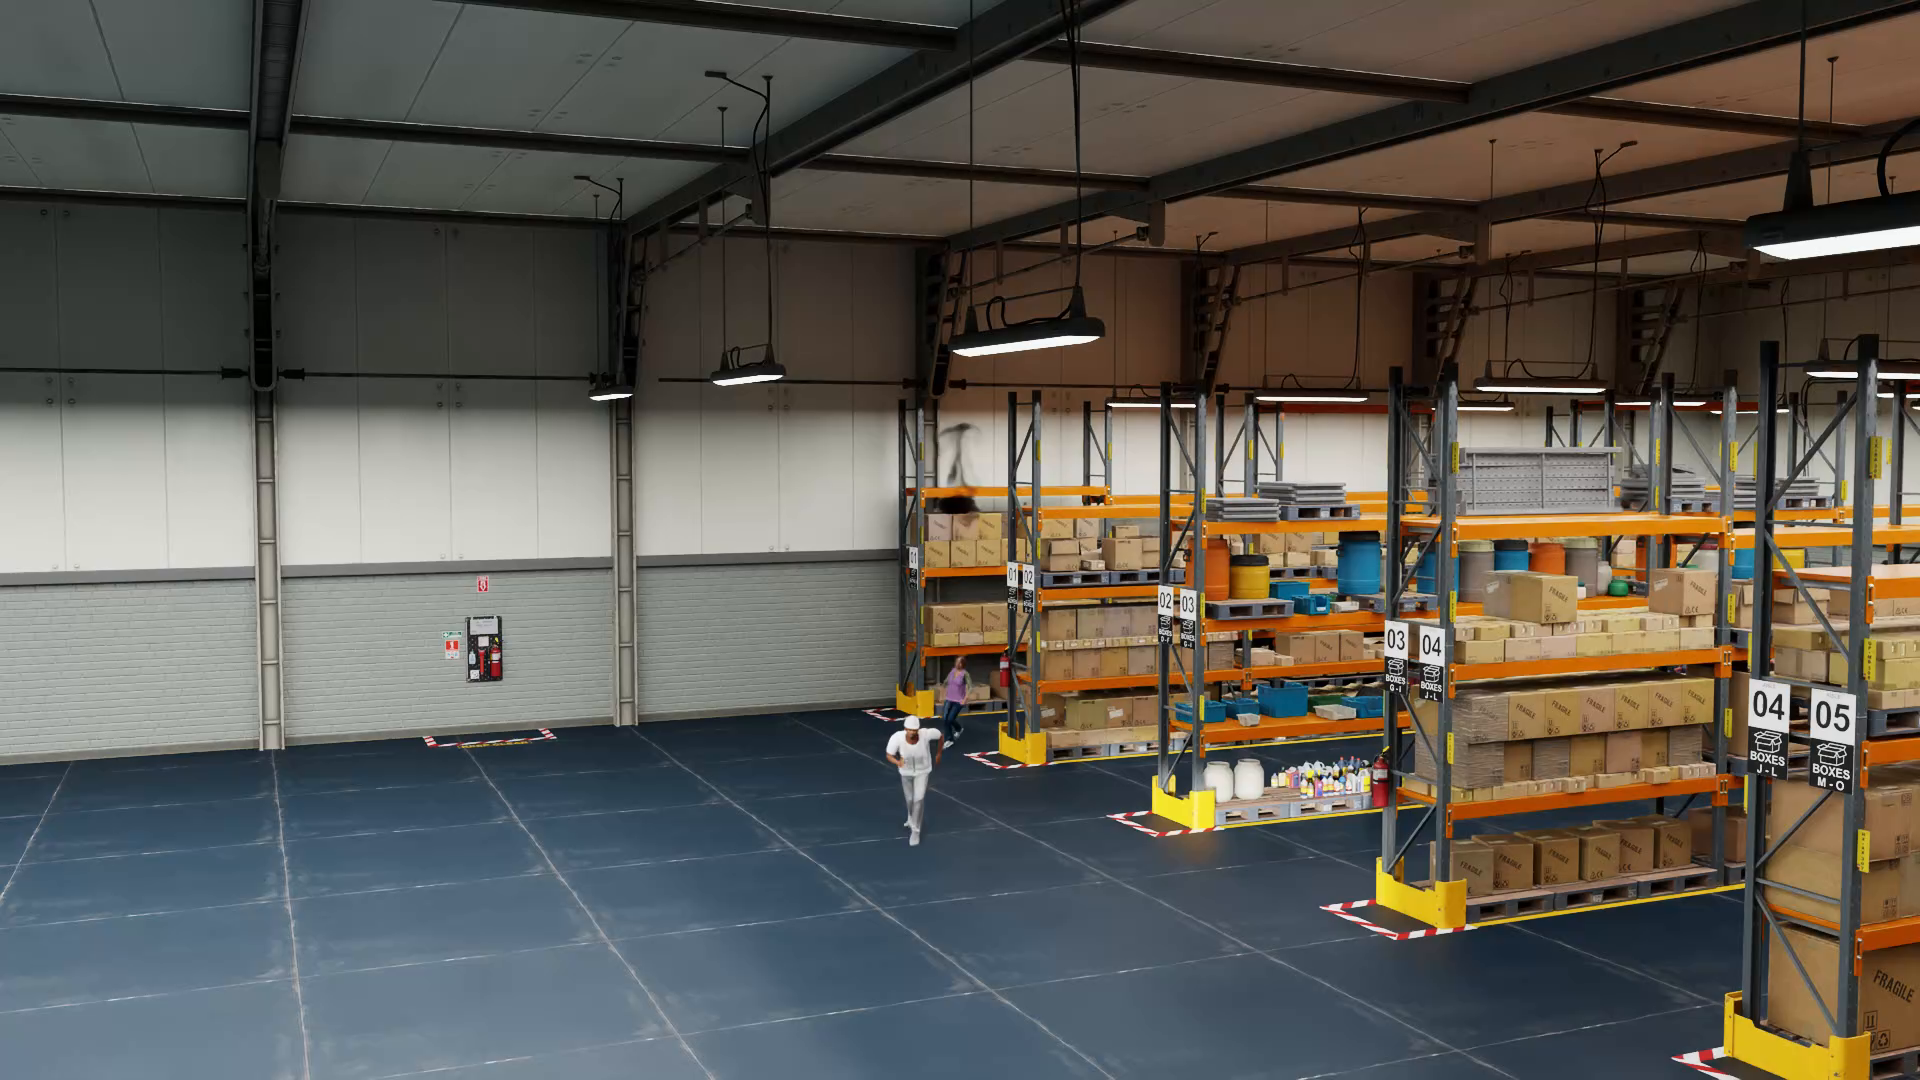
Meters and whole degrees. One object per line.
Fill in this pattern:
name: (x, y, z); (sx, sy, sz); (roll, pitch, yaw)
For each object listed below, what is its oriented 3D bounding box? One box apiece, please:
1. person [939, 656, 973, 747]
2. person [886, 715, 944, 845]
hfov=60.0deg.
person: (-0.076, 2.750, 28.272); (0.600, 1.550, 0.481); (2, 4, 35)
person: (-0.587, 3.088, 21.691); (0.746, 1.713, 1.014); (0, 3, 1)
